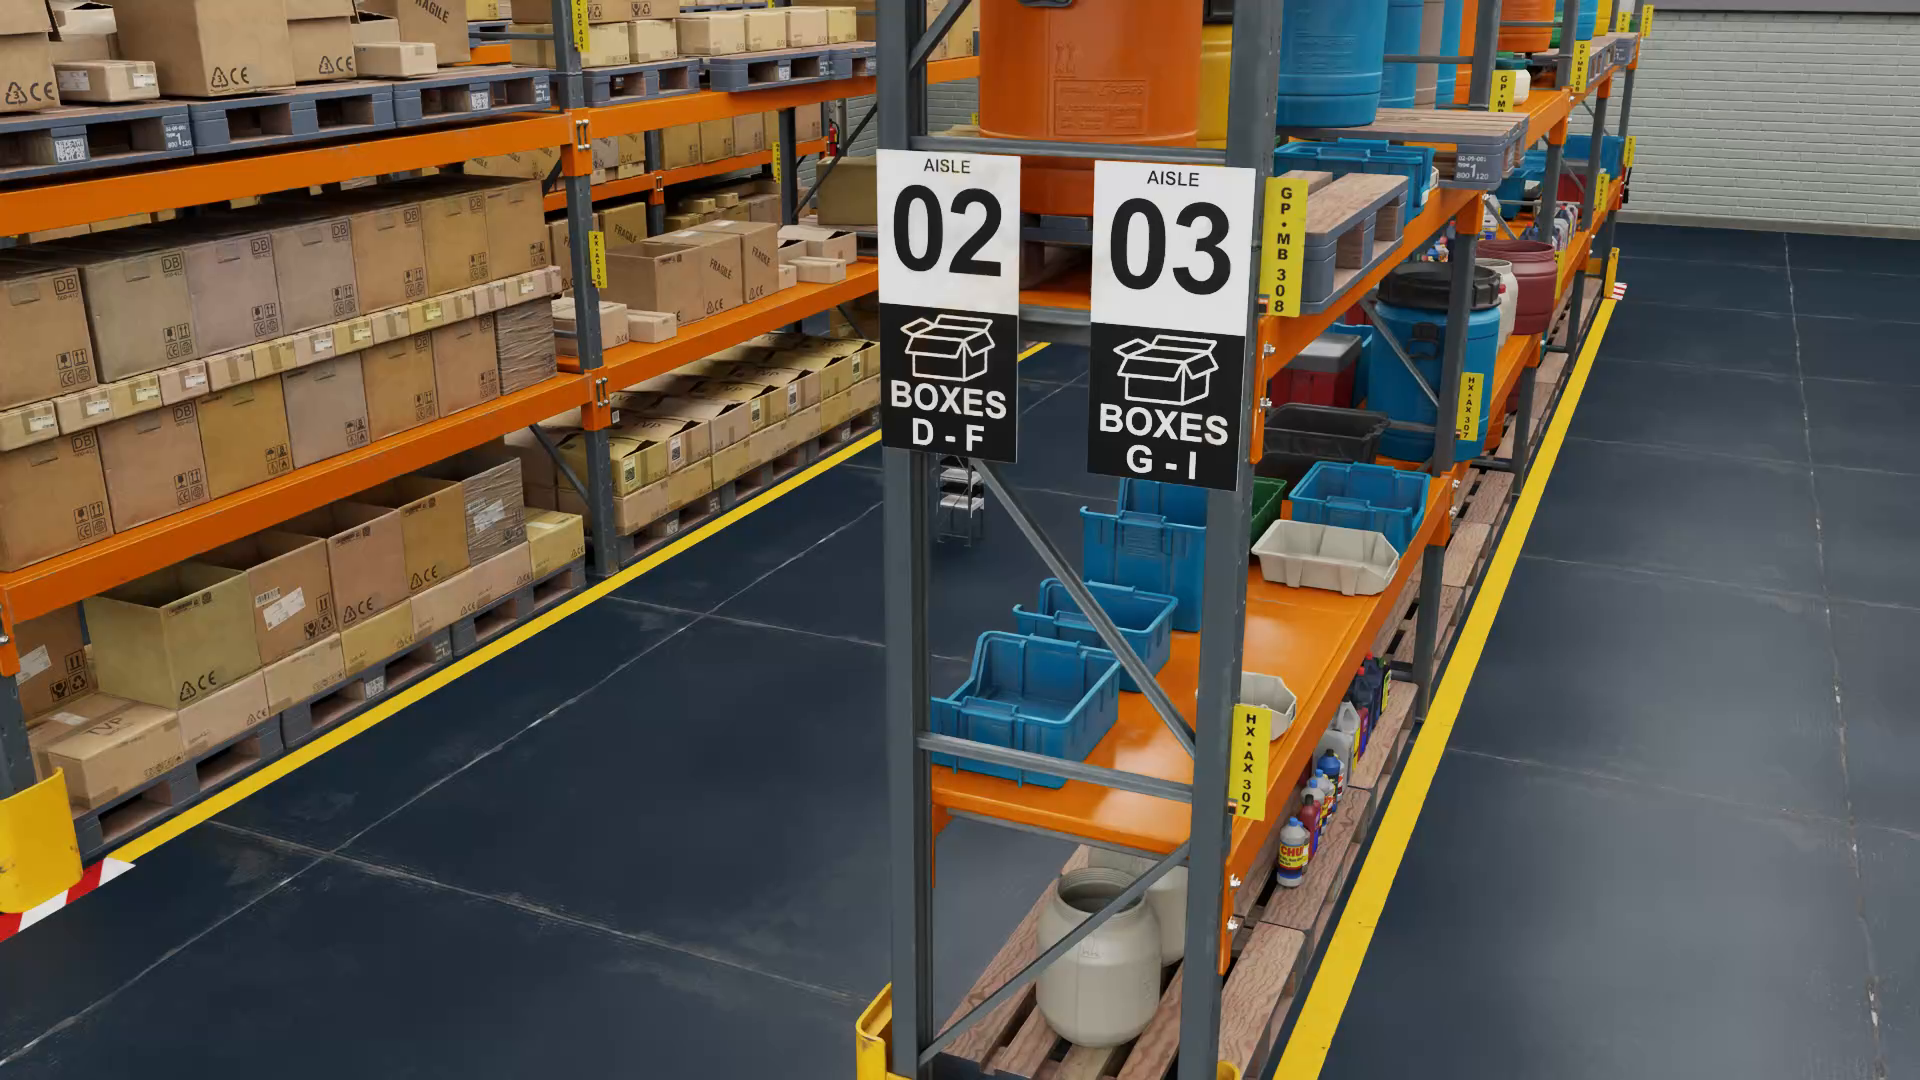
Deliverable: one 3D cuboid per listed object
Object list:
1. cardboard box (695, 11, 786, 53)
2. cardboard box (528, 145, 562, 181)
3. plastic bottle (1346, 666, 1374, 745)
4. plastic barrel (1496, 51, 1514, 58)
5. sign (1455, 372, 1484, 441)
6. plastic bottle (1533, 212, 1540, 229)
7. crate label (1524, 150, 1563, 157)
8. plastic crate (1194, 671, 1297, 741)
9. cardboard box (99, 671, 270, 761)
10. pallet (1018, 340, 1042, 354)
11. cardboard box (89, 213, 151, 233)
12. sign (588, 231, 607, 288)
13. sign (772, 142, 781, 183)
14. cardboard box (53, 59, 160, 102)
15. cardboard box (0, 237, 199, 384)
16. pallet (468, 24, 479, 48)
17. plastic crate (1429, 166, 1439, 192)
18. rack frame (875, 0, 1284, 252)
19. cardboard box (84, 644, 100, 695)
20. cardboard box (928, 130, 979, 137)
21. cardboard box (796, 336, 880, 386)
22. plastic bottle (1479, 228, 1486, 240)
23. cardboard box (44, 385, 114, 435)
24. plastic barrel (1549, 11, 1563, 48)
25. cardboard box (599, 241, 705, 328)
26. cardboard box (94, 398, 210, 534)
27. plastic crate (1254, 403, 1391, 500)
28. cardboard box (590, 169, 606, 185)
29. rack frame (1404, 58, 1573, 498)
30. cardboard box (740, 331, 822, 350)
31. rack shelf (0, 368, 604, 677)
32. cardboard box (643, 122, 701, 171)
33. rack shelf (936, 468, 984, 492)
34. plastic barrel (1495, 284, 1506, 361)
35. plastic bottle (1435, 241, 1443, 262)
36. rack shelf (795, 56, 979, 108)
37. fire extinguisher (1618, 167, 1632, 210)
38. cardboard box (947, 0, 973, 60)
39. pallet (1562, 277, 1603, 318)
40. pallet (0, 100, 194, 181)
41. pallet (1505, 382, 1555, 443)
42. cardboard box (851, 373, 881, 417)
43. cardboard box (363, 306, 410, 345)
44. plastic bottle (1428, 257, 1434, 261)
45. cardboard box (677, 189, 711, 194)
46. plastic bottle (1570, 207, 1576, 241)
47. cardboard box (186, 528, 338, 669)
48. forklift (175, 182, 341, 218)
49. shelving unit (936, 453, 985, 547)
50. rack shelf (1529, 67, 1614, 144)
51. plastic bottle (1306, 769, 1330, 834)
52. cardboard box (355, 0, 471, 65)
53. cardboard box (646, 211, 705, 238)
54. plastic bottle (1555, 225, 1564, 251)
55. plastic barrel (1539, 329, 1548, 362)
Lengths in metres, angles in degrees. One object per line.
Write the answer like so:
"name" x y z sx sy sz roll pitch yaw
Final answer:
"cardboard box" -1.550 -3.539 11.564 0.500 0.250 0.500 8 21 22
"cardboard box" -4.428 -3.940 16.949 0.500 0.500 0.500 9 22 24
"plastic bottle" 1.827 0.758 7.657 0.144 0.351 0.185 7 21 20
"plastic barrel" 3.490 -3.058 10.846 0.294 0.245 0.294 0 20 0
"sign" 2.404 -0.629 7.848 0.100 0.325 0.005 9 21 23
"plastic bottle" 4.897 -2.637 13.982 0.144 0.351 0.185 9 21 23
"crate label" 6.419 -4.165 18.364 0.416 0.233 0.303 9 21 23
"plastic crate" 0.928 0.540 5.367 0.298 0.136 0.250 9 21 23
"cardboard box" -3.625 0.775 7.789 0.500 0.250 0.500 9 21 23
"pallet" 0.366 -2.136 16.661 1.003 0.211 1.213 9 21 23
"cardboard box" -6.657 -2.512 12.750 0.700 0.500 0.500 11 22 28
"sign" -2.104 -1.628 9.660 0.100 0.325 0.005 9 21 23
"sign" -1.472 -3.061 13.489 0.100 0.325 0.005 9 21 23
"cardboard box" -3.606 -1.930 6.981 0.380 0.149 0.250 9 21 23
"cardboard box" -3.814 -1.013 7.254 0.700 0.500 0.500 8 21 21
"pallet" -5.279 -4.688 15.480 1.213 0.211 1.003 10 22 25
"plastic crate" 1.618 -1.321 6.122 0.243 0.136 0.396 9 21 23
"rack frame" 0.268 -2.181 3.673 1.000 3.000 0.127 9 21 23
"cardboard box" -4.105 0.703 7.992 0.500 0.250 0.500 9 21 23
"cardboard box" 0.043 -3.616 15.884 0.700 0.500 0.500 12 23 31
"cardboard box" -0.963 -1.454 13.220 0.500 0.311 0.500 9 22 24
"plastic bottle" 4.293 -2.475 13.748 0.097 0.201 0.097 0 20 0
"cardboard box" -3.786 -0.560 6.949 0.380 0.149 0.250 8 21 21
"plastic barrel" 4.188 -3.631 11.830 0.294 0.245 0.294 0 20 0
"cardboard box" -2.066 -1.699 11.121 0.500 0.500 0.500 10 22 27
"cardboard box" -3.836 -0.385 7.425 0.700 0.500 0.500 9 22 24
"plastic crate" 1.576 -0.406 7.726 0.767 0.338 0.504 9 21 23
"cardboard box" -4.020 -3.889 17.773 0.380 0.149 0.250 9 21 23
"rack frame" 3.544 -1.800 11.555 1.000 3.000 0.127 9 21 23
"cardboard box" -1.455 -1.528 13.428 0.500 0.311 0.500 9 22 25
"rack shelf" -3.430 -0.308 8.432 1.077 0.370 4.000 9 21 23
"cardboard box" -3.619 -4.687 19.225 0.980 0.700 0.700 9 21 24
"rack shelf" 0.003 -0.395 10.836 0.258 0.077 0.200 9 21 23
"plastic barrel" 2.976 -1.261 9.834 0.433 0.535 0.433 0 20 0
"plastic bottle" 3.639 -2.144 12.714 0.097 0.271 0.097 0 20 0
"rack shelf" -0.154 -4.167 14.806 1.077 0.370 4.000 9 21 23
"fire extinguisher" 7.297 -4.018 18.461 0.296 0.674 0.183 9 21 23
"cardboard box" -0.403 -4.394 14.223 0.910 0.500 0.500 9 21 23
"pallet" 6.447 -2.685 18.205 1.003 0.211 1.213 9 21 23
"pallet" -3.936 -1.620 6.702 1.003 0.211 1.213 9 21 23
"pallet" 4.330 -1.105 13.761 1.003 0.211 1.213 9 21 23
"cardboard box" -0.966 -1.189 13.313 0.500 0.250 0.500 9 22 24
"cardboard box" -3.048 -1.111 8.498 0.380 0.149 0.250 9 22 24
"plastic bottle" 3.519 -2.022 12.474 0.097 0.201 0.097 0 20 0
"cardboard box" -3.271 -4.225 20.508 0.380 0.149 0.250 9 21 23
"plastic bottle" 5.263 -2.726 14.332 0.061 0.283 0.133 9 21 23
"cardboard box" -3.430 0.268 8.097 0.500 0.500 0.500 9 21 23
"forklift" -4.524 -1.784 11.611 1.130 2.935 3.031 8 21 21
"shelving unit" 0.003 -0.426 10.825 0.258 0.900 0.210 9 21 23
"rack shelf" 4.363 -3.486 12.892 1.077 0.370 4.000 9 21 23
"plastic bottle" 1.476 1.077 6.880 0.097 0.271 0.097 0 20 0
"cardboard box" -3.058 -2.865 9.086 0.500 0.500 0.500 10 22 27
"cardboard box" -3.456 -3.617 19.767 0.700 0.500 0.500 9 21 23
"plastic bottle" 4.810 -2.422 13.488 0.152 0.276 0.135 9 21 23
"plastic barrel" 4.944 -2.068 14.813 0.600 0.901 0.708 9 21 23
